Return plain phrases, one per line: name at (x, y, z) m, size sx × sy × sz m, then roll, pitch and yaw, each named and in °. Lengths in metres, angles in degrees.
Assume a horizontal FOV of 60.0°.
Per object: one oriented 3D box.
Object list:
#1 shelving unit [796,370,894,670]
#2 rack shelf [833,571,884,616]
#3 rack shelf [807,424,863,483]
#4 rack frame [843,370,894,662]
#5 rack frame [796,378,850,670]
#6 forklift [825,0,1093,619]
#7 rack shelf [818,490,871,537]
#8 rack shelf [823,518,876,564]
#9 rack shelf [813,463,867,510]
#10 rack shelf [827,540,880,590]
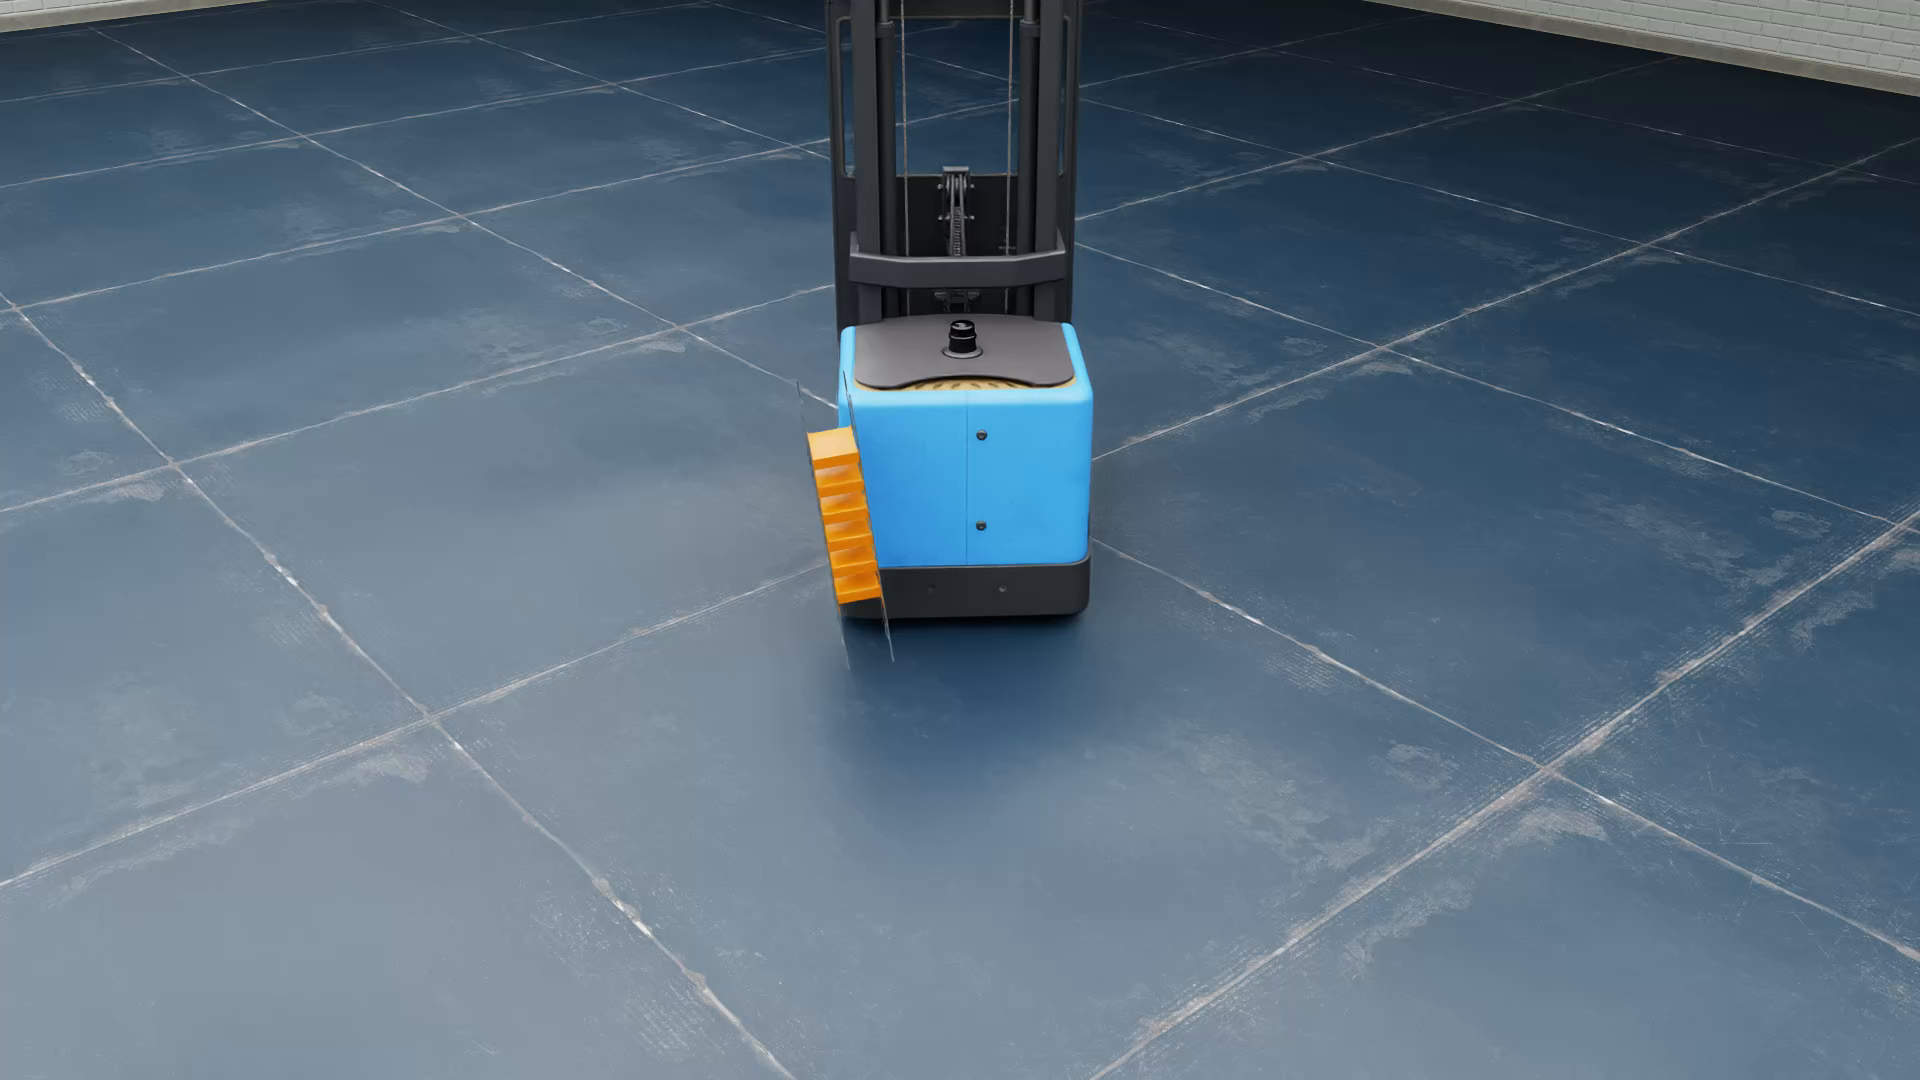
shelving unit at (-0.449, -0.063, 6.578) m, size 0.189 × 1.200 × 0.258 m, roll -10°, pitch 29°, yaw -5°
rack shelf at (-0.416, 0.184, 6.716) m, size 0.180 × 0.103 × 0.258 m, roll -10°, pitch 29°, yaw -5°
rack shelf at (-0.486, -0.336, 6.425) m, size 0.180 × 0.103 × 0.258 m, roll -10°, pitch 29°, yaw -5°
rack frame at (-0.359, -0.079, 6.586) m, size 0.006 × 1.200 × 0.240 m, roll -10°, pitch 29°, yaw -5°
rack frame at (-0.539, -0.046, 6.570) m, size 0.006 × 1.200 × 0.240 m, roll -10°, pitch 29°, yaw -5°
forklift at (-0.040, -1.619, 7.671) m, size 1.130 × 2.935 × 3.031 m, roll -1°, pitch 28°, yaw -2°
rack shelf at (-0.458, -0.128, 6.541) m, size 0.180 × 0.103 × 0.258 m, roll -10°, pitch 29°, yaw -5°
rack shelf at (-0.444, -0.024, 6.600) m, size 0.180 × 0.103 × 0.258 m, roll -10°, pitch 29°, yaw -5°
rack shelf at (-0.472, -0.232, 6.483) m, size 0.180 × 0.103 × 0.258 m, roll -10°, pitch 29°, yaw -5°
rack shelf at (-0.430, 0.080, 6.658) m, size 0.180 × 0.103 × 0.258 m, roll -10°, pitch 29°, yaw -5°
